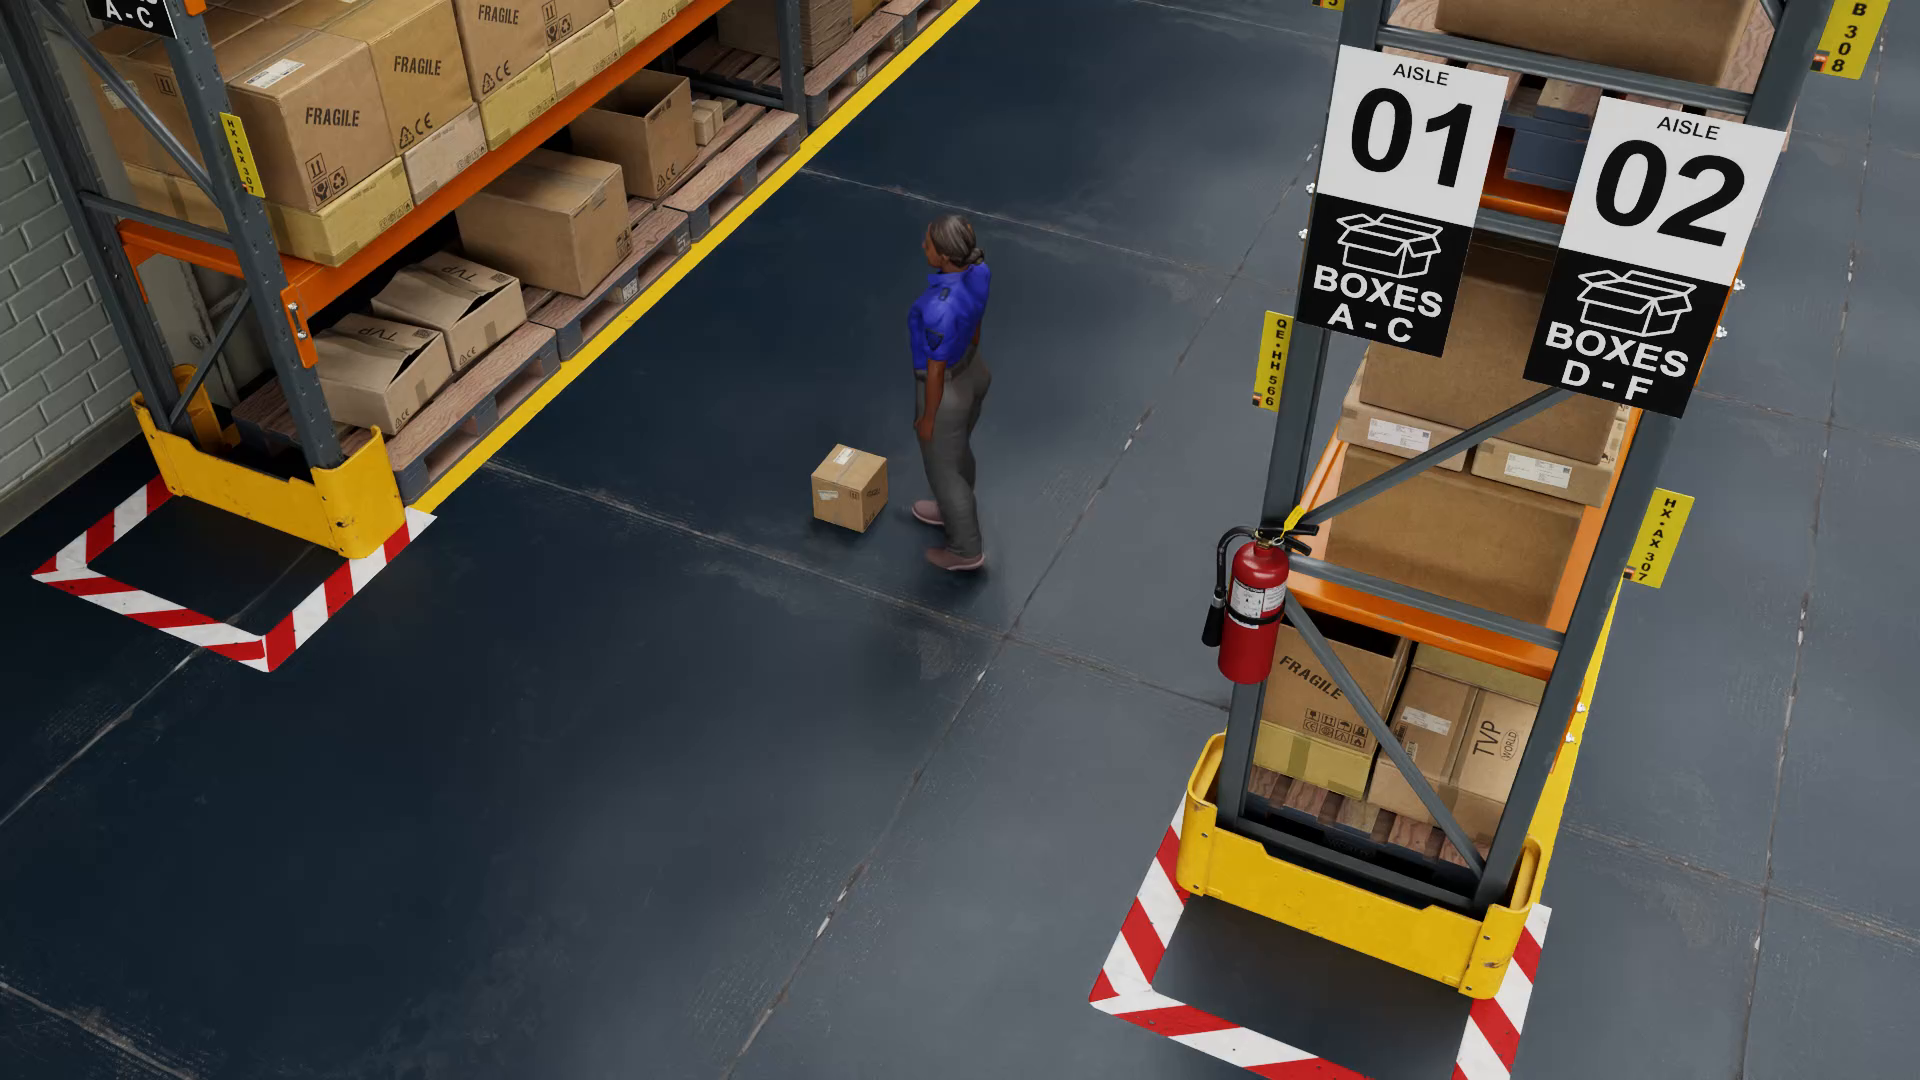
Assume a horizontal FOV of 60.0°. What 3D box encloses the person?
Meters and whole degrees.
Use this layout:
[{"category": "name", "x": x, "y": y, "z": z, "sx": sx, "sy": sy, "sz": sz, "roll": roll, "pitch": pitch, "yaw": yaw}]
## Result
[{"category": "person", "x": -0.052, "y": -0.601, "z": 6.847, "sx": 0.456, "sy": 1.691, "sz": 0.444, "roll": 18, "pitch": 45, "yaw": 19}]
